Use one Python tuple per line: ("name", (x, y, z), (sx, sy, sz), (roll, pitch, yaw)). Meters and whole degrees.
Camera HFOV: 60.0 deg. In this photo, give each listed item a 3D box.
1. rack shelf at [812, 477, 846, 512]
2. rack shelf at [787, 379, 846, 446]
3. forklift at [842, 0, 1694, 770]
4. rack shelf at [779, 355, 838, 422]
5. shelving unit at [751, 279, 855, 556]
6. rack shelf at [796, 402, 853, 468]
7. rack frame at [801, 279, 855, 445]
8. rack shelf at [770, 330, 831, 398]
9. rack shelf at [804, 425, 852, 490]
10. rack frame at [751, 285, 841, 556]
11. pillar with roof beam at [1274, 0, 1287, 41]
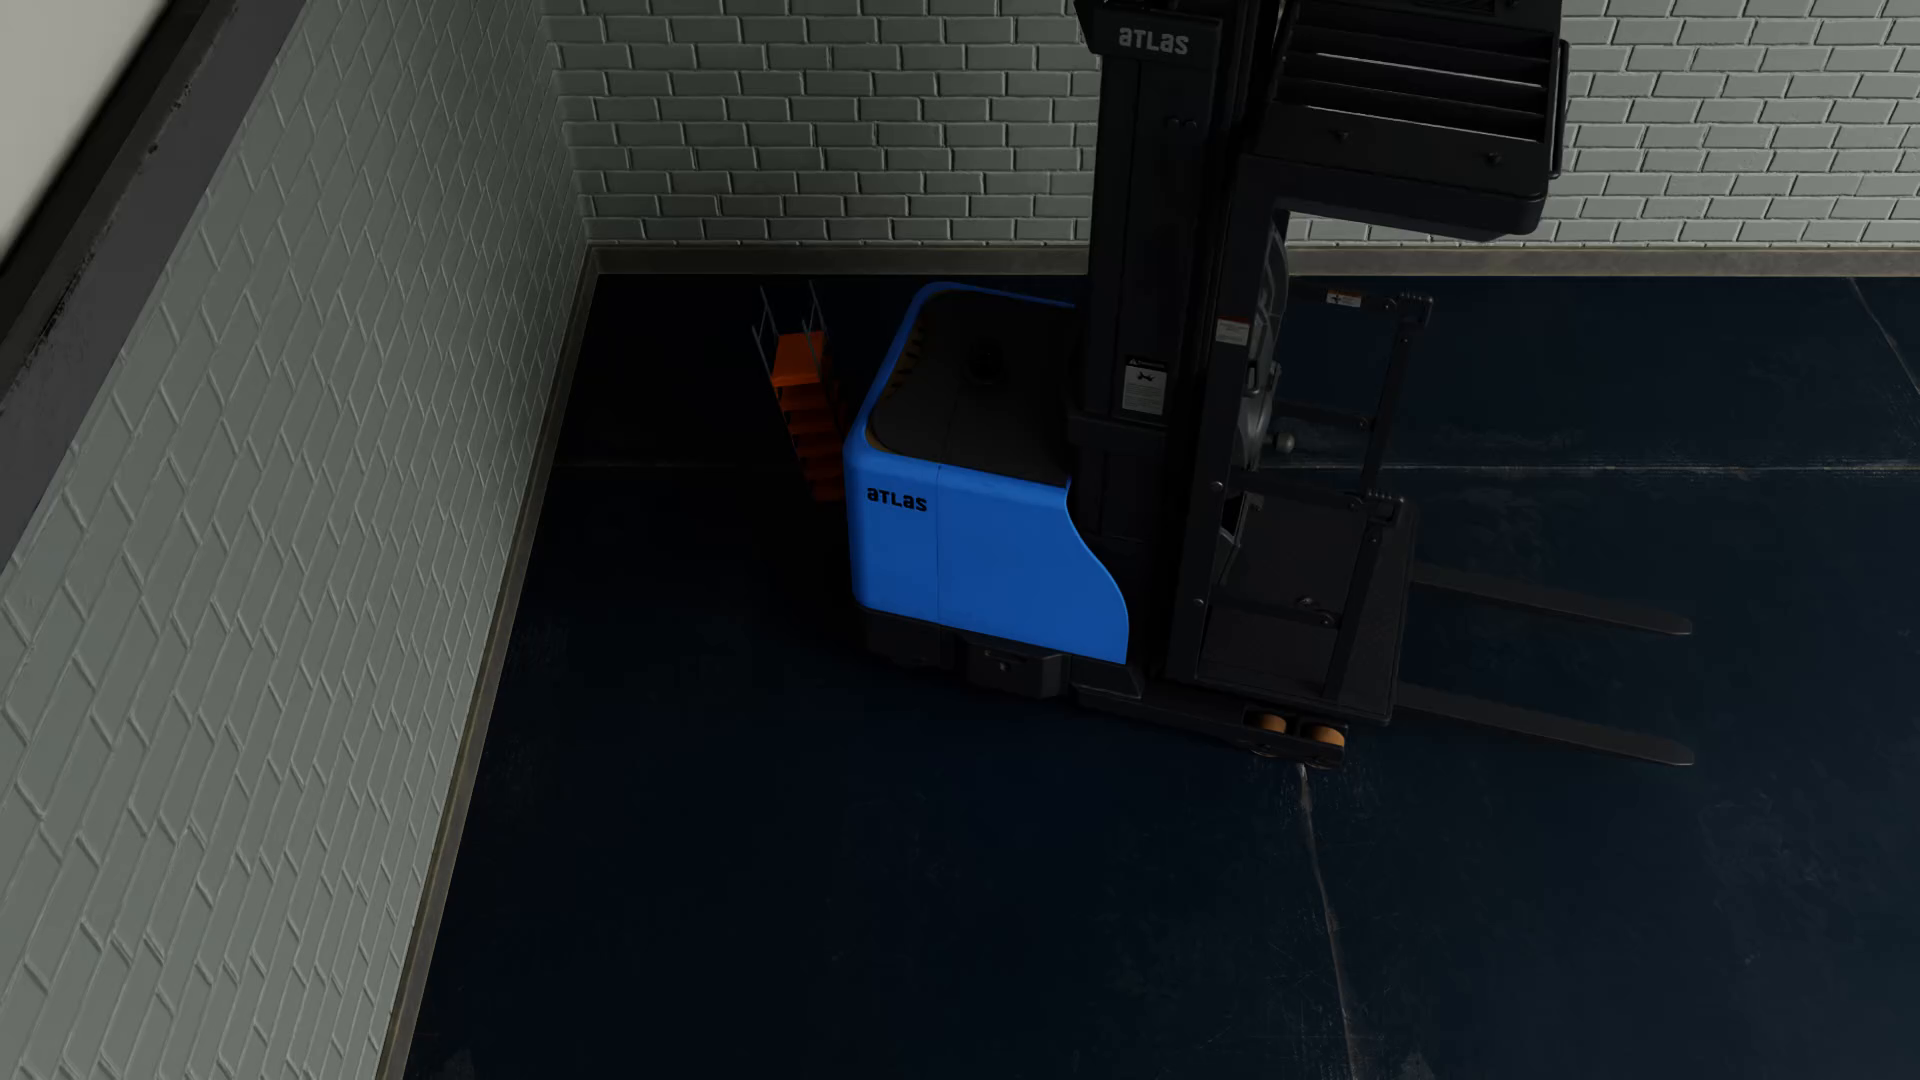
("rack shelf", (-0.470, -0.244, 6.529), (0.180, 0.103, 0.258), (-5, 46, 10))
("rack shelf", (-0.537, -0.487, 6.272), (0.180, 0.103, 0.258), (-5, 46, 10))
("forklift", (1.163, -0.611, 5.317), (3.031, 2.935, 1.130), (12, 48, 11))
("rack shelf", (-0.560, -0.568, 6.187), (0.180, 0.103, 0.258), (-5, 46, 10))
("shelving unit", (-0.523, -0.436, 6.326), (0.189, 1.200, 0.258), (-5, 46, 10))
("rack shelf", (-0.515, -0.406, 6.358), (0.180, 0.103, 0.258), (-5, 46, 10))
("rack frame", (-0.433, -0.444, 6.310), (0.006, 1.200, 0.240), (-5, 46, 10))
("rack shelf", (-0.582, -0.650, 6.101), (0.180, 0.103, 0.258), (-5, 46, 10))
("rack shelf", (-0.492, -0.325, 6.443), (0.180, 0.103, 0.258), (-5, 46, 10))
("rack frame", (-0.613, -0.428, 6.342), (0.006, 1.200, 0.240), (-5, 46, 10))
("pillar with roof beam", (1.231, -1.091, 1.617), (0.400, 9.000, 9.100), (0, 47, 0))
